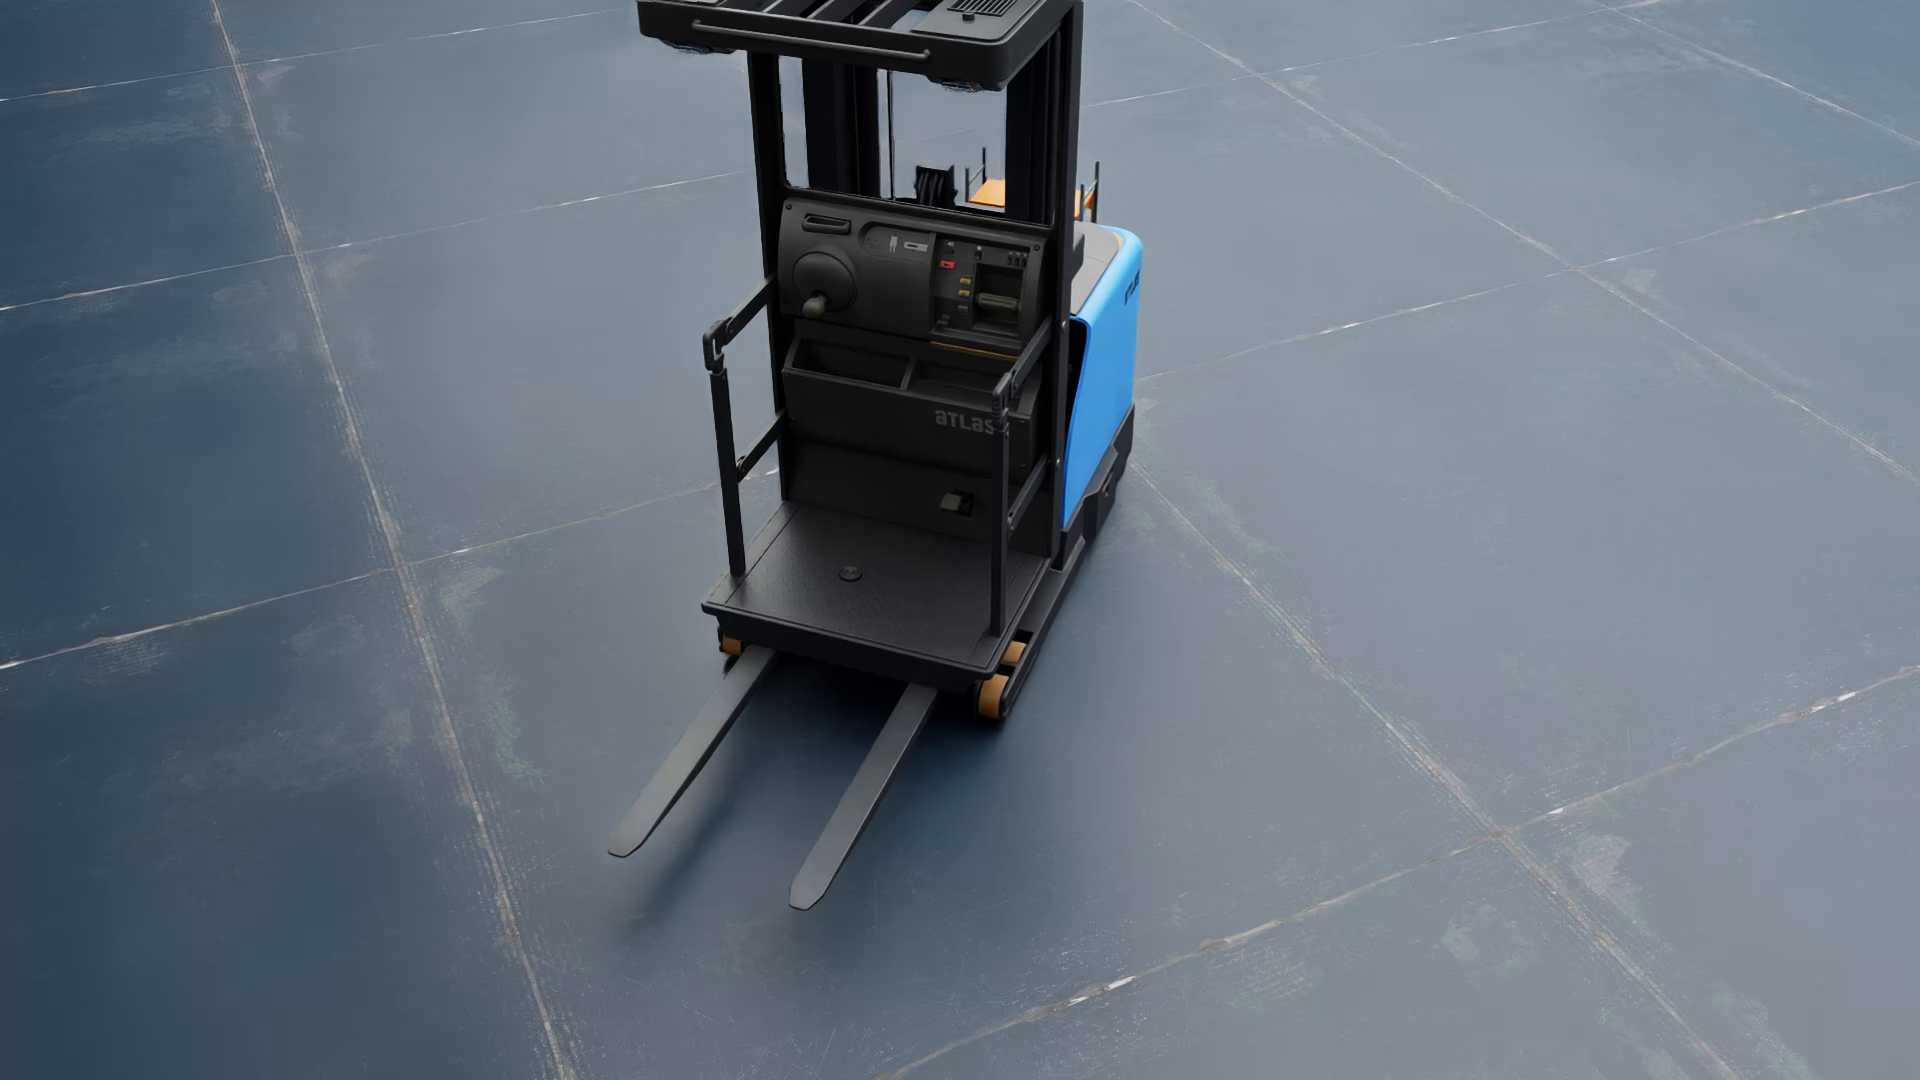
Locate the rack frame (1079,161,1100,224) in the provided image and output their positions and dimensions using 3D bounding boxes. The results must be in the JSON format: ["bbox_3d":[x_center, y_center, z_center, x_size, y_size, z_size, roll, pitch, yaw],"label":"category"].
[{"bbox_3d":[0.529,-1.010,7.104,0.015,1.200,0.240,12,38,16],"label":"rack frame"}]

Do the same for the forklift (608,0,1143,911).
[{"bbox_3d":[-0.244,-0.820,5.395,1.130,2.935,3.031,12,38,16],"label":"forklift"}]

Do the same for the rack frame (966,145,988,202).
[{"bbox_3d":[0.070,-1.107,7.236,0.015,1.200,0.240,12,38,16],"label":"rack frame"}]

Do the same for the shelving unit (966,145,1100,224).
[{"bbox_3d":[0.299,-1.059,7.170,0.503,1.200,0.258,12,38,16],"label":"shelving unit"}]

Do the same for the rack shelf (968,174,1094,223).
[{"bbox_3d":[0.299,-1.374,6.936,0.480,0.148,0.258,12,38,16],"label":"rack shelf"}]
